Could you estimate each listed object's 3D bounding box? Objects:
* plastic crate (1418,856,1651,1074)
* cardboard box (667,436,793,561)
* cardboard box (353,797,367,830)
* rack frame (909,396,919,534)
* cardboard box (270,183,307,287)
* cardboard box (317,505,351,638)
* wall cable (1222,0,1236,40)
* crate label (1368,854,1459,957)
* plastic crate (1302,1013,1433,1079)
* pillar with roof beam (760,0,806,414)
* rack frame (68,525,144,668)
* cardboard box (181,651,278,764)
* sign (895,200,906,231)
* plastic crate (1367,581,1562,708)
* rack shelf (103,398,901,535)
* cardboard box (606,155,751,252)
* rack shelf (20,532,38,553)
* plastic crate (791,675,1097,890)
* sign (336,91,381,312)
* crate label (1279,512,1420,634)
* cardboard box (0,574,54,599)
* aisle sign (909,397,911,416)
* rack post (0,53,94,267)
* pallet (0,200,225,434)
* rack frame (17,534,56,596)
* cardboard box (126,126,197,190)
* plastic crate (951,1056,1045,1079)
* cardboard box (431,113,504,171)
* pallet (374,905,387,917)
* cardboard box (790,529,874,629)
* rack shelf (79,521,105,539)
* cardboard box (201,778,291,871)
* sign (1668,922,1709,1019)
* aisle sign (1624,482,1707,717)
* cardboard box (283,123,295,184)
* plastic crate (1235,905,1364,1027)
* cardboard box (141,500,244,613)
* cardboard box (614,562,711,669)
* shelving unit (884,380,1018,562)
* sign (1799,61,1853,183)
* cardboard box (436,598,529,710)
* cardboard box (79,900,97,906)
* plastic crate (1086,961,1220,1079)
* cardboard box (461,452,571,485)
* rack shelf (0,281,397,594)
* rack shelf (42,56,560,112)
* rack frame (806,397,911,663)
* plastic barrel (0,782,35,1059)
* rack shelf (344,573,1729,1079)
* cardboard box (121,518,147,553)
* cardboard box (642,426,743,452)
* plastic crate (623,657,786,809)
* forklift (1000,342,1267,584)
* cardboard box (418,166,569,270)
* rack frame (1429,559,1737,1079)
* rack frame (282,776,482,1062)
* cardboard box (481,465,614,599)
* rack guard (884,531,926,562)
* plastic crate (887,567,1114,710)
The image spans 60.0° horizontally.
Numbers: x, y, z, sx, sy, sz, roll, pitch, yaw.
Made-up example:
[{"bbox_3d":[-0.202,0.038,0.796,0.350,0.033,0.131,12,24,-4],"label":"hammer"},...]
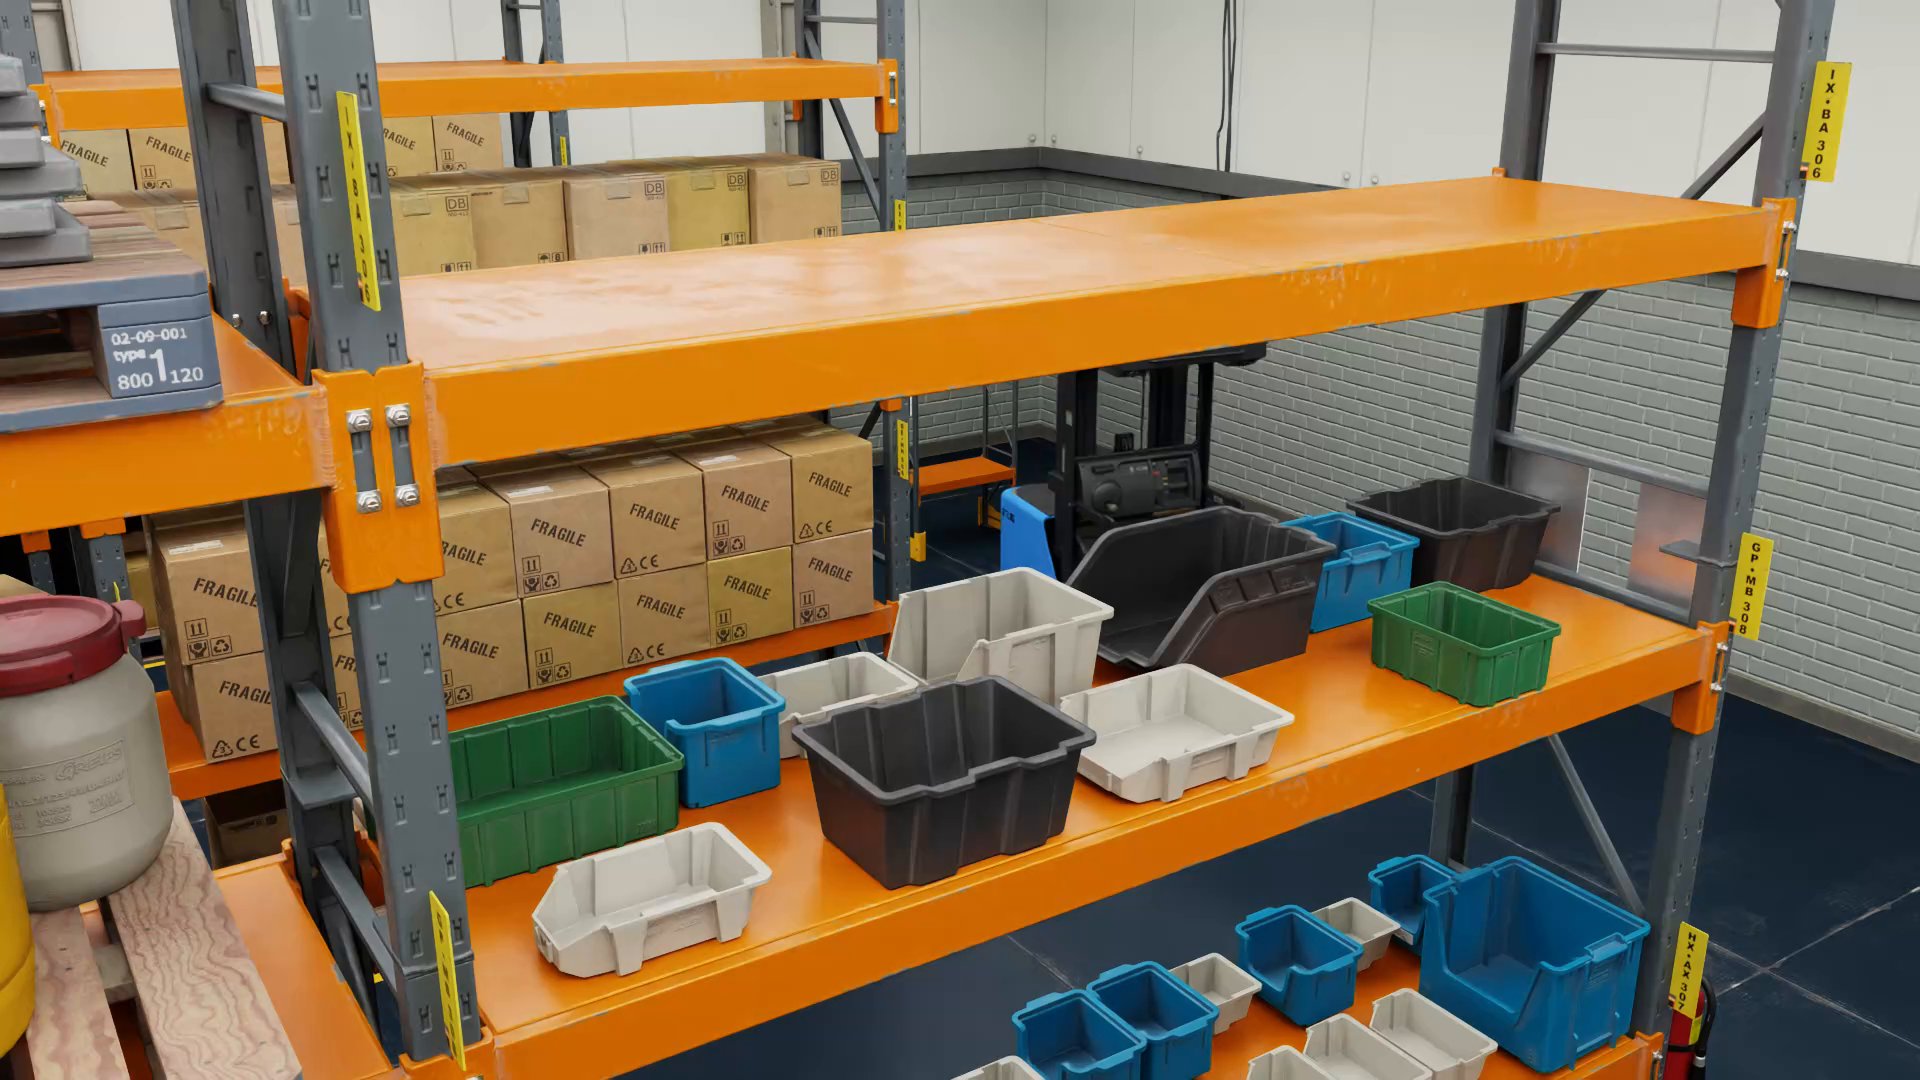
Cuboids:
[{"bbox_3d":[1.937,1.435,5.668,0.499,0.435,0.616,-12,22,-31],"label":"plastic crate"},{"bbox_3d":[-1.249,-0.234,9.037,0.500,0.500,0.500,-11,22,-30],"label":"cardboard box"},{"bbox_3d":[-3.001,1.507,9.115,0.500,0.311,0.500,-12,22,-31],"label":"cardboard box"},{"bbox_3d":[-0.496,-0.606,14.195,0.032,1.500,0.500,-12,22,-31],"label":"rack frame"},{"bbox_3d":[-3.067,-1.338,7.618,0.500,0.500,0.700,-12,22,-31],"label":"cardboard box"},{"bbox_3d":[-2.969,0.130,7.959,0.500,0.500,0.500,-13,22,-33],"label":"cardboard box"},{"bbox_3d":[3.074,-5.219,13.096,0.112,2.526,3.097,-12,22,-31],"label":"wall cable"},{"bbox_3d":[1.727,1.377,6.155,0.303,0.233,0.416,-12,22,-31],"label":"crate label"},{"bbox_3d":[1.283,1.707,5.331,0.243,0.136,0.396,-12,22,-31],"label":"plastic crate"},{"bbox_3d":[0.813,-3.676,11.568,0.400,9.000,9.100,-12,22,-31],"label":"pillar with roof beam"},{"bbox_3d":[-3.947,0.750,7.843,0.127,3.000,1.000,-12,22,-31],"label":"rack frame"},{"bbox_3d":[-3.372,0.686,7.877,0.500,0.500,0.500,-11,22,-30],"label":"cardboard box"},{"bbox_3d":[-0.318,-1.643,8.855,0.005,0.325,0.100,-12,22,-31],"label":"sign"},{"bbox_3d":[1.448,0.301,4.820,0.336,0.188,0.450,-12,22,-31],"label":"plastic crate"},{"bbox_3d":[-2.277,-0.682,8.520,4.000,0.370,1.077,-12,22,-31],"label":"rack shelf"},{"bbox_3d":[-1.491,-1.736,8.796,0.500,0.500,0.700,-12,22,-31],"label":"cardboard box"},{"bbox_3d":[-8.345,0.119,10.833,4.000,0.370,1.077,-12,22,-31],"label":"rack shelf"},{"bbox_3d":[-0.038,0.571,3.893,0.590,0.269,0.497,-12,22,-31],"label":"plastic crate"},{"bbox_3d":[-0.925,-0.520,2.558,0.005,0.325,0.100,-12,22,-31],"label":"sign"},{"bbox_3d":[1.166,0.097,5.324,0.502,0.251,0.408,-12,22,-31],"label":"crate label"},{"bbox_3d":[-4.466,0.527,7.690,0.700,0.500,0.500,14,23,35],"label":"cardboard box"},{"bbox_3d":[-0.381,-1.116,9.304,0.004,0.787,0.394,-12,22,-31],"label":"aisle sign"},{"bbox_3d":[-1.947,-0.591,2.559,0.954,0.300,0.937,-12,22,-32],"label":"rack post"},{"bbox_3d":[-1.901,-0.334,2.600,1.213,0.211,1.003,-12,22,-31],"label":"pallet"},{"bbox_3d":[-6.675,-0.574,11.760,0.127,3.000,1.000,-12,22,-31],"label":"rack frame"},{"bbox_3d":[-5.500,-2.669,11.523,0.500,0.500,0.500,-12,22,-33],"label":"cardboard box"},{"bbox_3d":[0.063,1.785,5.100,0.466,0.136,0.293,-12,22,-31],"label":"plastic crate"},{"bbox_3d":[-3.795,-3.029,12.587,0.500,0.500,0.500,-12,22,-32],"label":"cardboard box"},{"bbox_3d":[-3.373,1.950,8.646,1.213,0.211,1.003,-12,22,-31],"label":"pallet"},{"bbox_3d":[-0.831,0.150,9.462,0.500,0.500,0.500,-11,22,-30],"label":"cardboard box"},{"bbox_3d":[-5.618,0.022,6.436,4.000,0.370,1.077,-12,22,-31],"label":"rack shelf"},{"bbox_3d":[-3.628,1.550,8.694,0.500,0.500,0.500,-12,22,-31],"label":"cardboard box"},{"bbox_3d":[2.430,1.438,5.553,0.005,0.325,0.100,-12,22,-31],"label":"sign"},{"bbox_3d":[2.336,0.205,5.395,0.004,0.787,0.394,-12,22,-31],"label":"aisle sign"},{"bbox_3d":[-4.651,-2.849,12.057,0.500,0.500,0.500,-13,23,-34],"label":"cardboard box"},{"bbox_3d":[1.177,1.493,5.812,0.300,0.233,0.416,-12,22,-31],"label":"plastic crate"},{"bbox_3d":[-3.667,0.071,8.135,0.500,0.500,0.500,-12,22,-31],"label":"cardboard box"},{"bbox_3d":[-1.682,0.328,8.933,0.500,0.500,0.500,-12,22,-31],"label":"cardboard box"},{"bbox_3d":[-0.064,-0.697,14.465,1.083,1.500,0.587,-12,22,-31],"label":"shelving unit"},{"bbox_3d":[2.430,-1.174,4.670,0.005,0.325,0.100,-12,22,-31],"label":"sign"},{"bbox_3d":[-2.527,0.507,8.405,0.500,0.500,0.500,-12,22,-32],"label":"cardboard box"},{"bbox_3d":[-4.202,1.889,7.689,0.500,0.500,0.500,-12,22,-32],"label":"cardboard box"},{"bbox_3d":[0.627,1.609,5.469,0.300,0.233,0.416,-12,22,-31],"label":"plastic crate"},{"bbox_3d":[-2.399,-0.197,8.928,0.500,0.500,0.500,-12,22,-32],"label":"cardboard box"},{"bbox_3d":[-2.897,0.116,2.098,4.000,0.370,1.077,-12,22,-31],"label":"rack shelf"},{"bbox_3d":[-5.005,-3.238,12.021,4.000,0.370,1.077,-12,22,-31],"label":"rack shelf"},{"bbox_3d":[-0.607,0.045,9.927,0.127,3.000,1.000,-12,22,-31],"label":"rack frame"},{"bbox_3d":[-1.877,0.582,2.708,0.600,0.588,0.600,0,19,0],"label":"plastic barrel"},{"bbox_3d":[0.444,0.643,4.599,4.000,0.370,1.077,-12,22,-31],"label":"rack shelf"},{"bbox_3d":[-6.224,-0.028,12.379,0.250,0.149,0.380,-12,22,-32],"label":"cardboard box"},{"bbox_3d":[-1.555,-0.374,9.450,0.500,0.500,0.500,-12,22,-31],"label":"cardboard box"},{"bbox_3d":[-0.642,0.488,4.195,0.300,0.233,0.416,-12,22,-31],"label":"plastic crate"},{"bbox_3d":[1.333,-0.388,11.315,1.130,2.935,3.031,-8,20,-22],"label":"forklift"},{"bbox_3d":[-2.319,-1.557,8.264,0.500,0.500,0.700,-12,22,-31],"label":"cardboard box"},{"bbox_3d":[2.114,1.371,6.006,0.127,3.000,1.000,-12,22,-31],"label":"rack frame"},{"bbox_3d":[-1.226,2.076,3.922,0.127,3.000,1.000,-12,22,-31],"label":"rack frame"},{"bbox_3d":[-2.108,-0.051,8.496,0.500,0.500,0.500,-11,22,-30],"label":"cardboard box"},{"bbox_3d":[-0.480,-0.017,14.406,0.087,0.250,0.587,-12,22,-31],"label":"rack guard"},{"bbox_3d":[0.094,0.314,4.634,0.530,0.282,0.437,-12,22,-31],"label":"plastic crate"}]
